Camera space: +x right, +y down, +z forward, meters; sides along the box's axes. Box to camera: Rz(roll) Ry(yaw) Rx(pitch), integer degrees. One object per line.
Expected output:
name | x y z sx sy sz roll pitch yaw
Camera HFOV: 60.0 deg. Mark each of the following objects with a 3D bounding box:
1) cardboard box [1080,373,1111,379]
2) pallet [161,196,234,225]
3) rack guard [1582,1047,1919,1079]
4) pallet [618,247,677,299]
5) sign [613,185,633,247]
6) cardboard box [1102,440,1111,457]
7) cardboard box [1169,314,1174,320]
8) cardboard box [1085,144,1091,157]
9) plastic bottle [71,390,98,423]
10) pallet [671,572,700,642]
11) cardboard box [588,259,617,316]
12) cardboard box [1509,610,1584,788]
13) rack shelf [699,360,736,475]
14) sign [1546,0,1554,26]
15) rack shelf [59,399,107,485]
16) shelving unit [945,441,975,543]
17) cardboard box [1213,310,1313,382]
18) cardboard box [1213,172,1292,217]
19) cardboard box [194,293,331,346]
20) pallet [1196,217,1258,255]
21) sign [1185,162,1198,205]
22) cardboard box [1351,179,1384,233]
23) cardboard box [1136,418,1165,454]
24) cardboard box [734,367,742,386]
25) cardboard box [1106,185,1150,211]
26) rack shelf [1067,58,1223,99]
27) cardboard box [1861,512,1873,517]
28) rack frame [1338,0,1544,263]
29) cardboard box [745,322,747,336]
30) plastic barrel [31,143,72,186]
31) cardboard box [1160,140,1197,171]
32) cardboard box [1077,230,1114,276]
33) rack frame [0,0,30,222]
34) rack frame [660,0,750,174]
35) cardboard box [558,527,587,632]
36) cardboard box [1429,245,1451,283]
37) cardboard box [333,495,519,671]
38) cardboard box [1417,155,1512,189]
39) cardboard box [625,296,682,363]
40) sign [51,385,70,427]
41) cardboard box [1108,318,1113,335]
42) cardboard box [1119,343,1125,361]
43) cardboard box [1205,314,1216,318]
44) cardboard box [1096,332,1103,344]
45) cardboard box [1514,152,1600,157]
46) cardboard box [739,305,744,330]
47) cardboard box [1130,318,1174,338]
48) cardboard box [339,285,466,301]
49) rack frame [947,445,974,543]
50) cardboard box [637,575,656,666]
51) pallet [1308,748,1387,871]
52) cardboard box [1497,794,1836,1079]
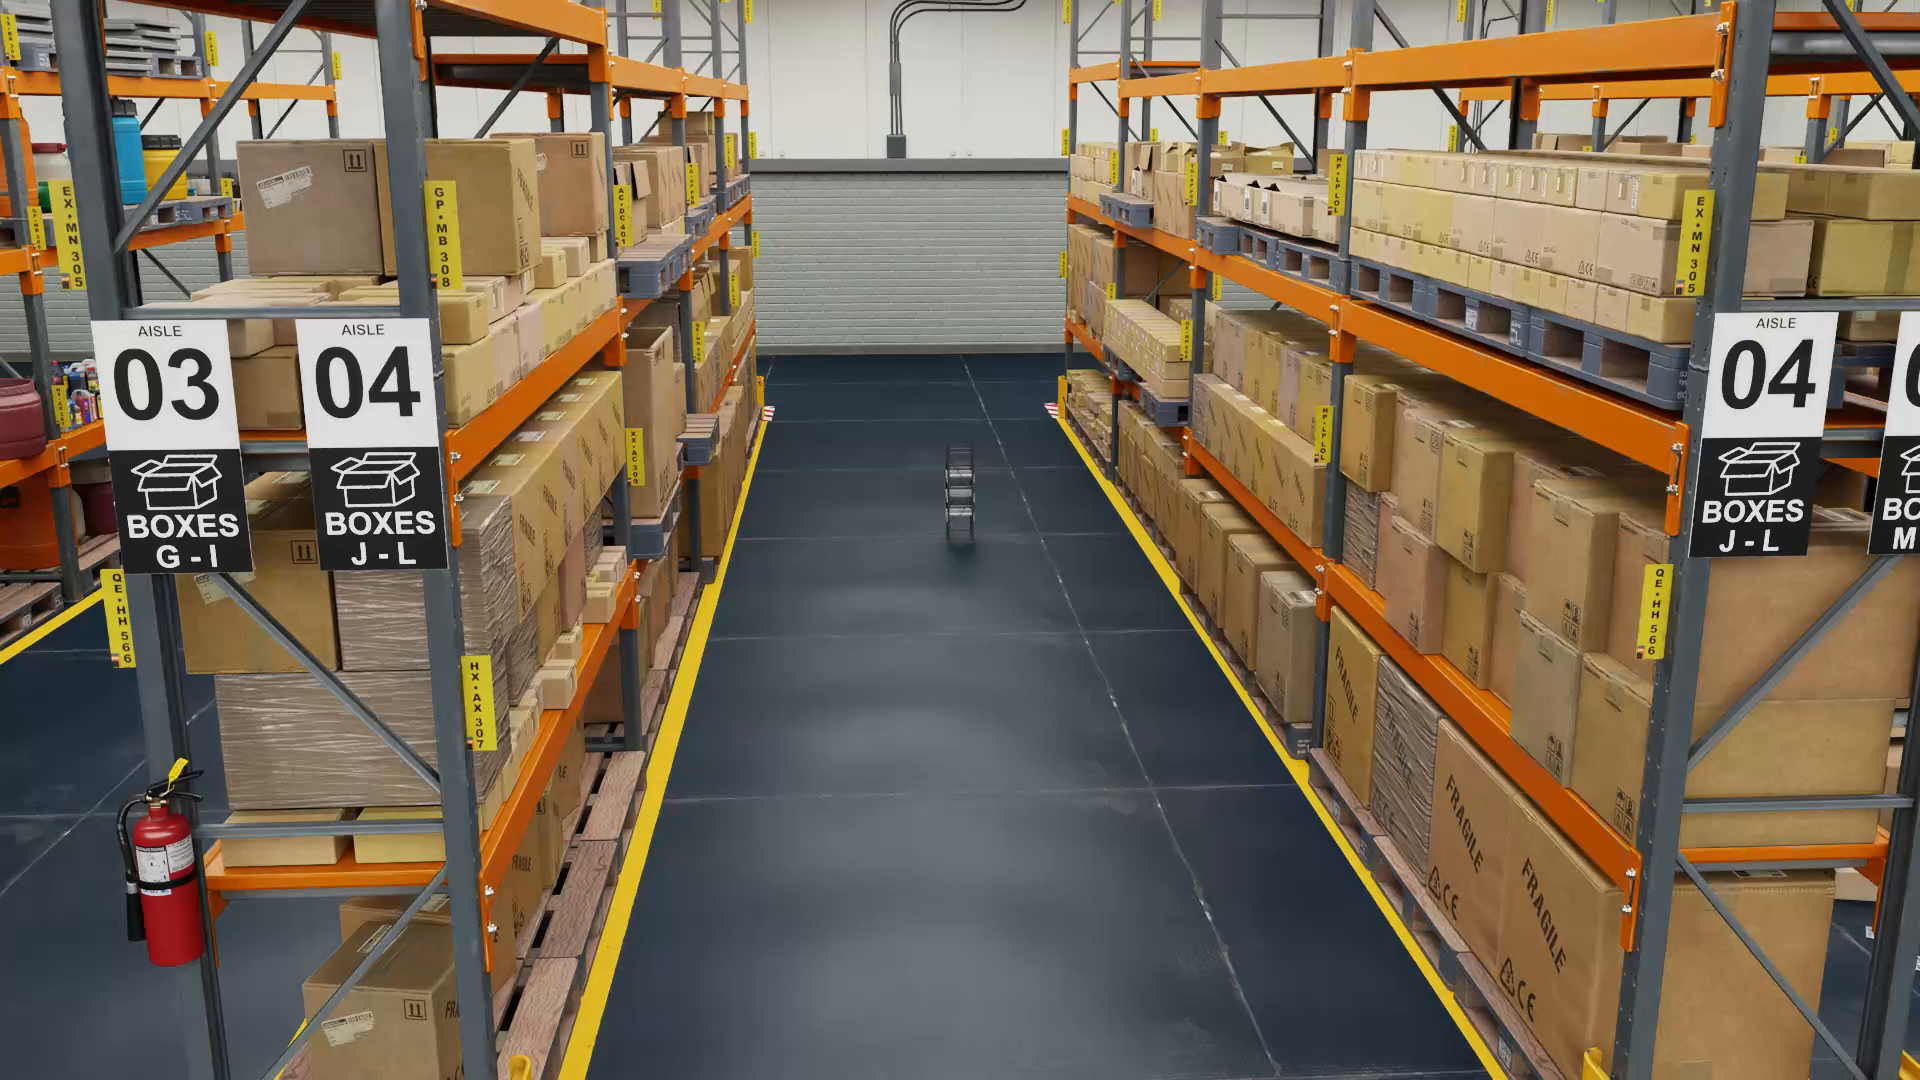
cardboard box | 1.684 -1.978 20.604 0.380 0.149 0.250 -1 14 -2
pallet | -7.653 -3.115 15.696 1.213 0.211 1.003 -1 14 -3
rack guard | 2.846 2.126 5.984 1.175 0.500 0.348 -1 14 -3
pallet | -2.292 -1.551 9.615 1.213 0.211 1.003 -1 14 -3
sign | -1.819 -1.747 8.964 0.100 0.325 0.005 -1 14 -3
cardboard box | 1.736 -0.990 17.957 0.380 0.149 0.250 -1 14 -3
cardboard box | 2.323 -2.205 16.864 0.380 0.149 0.250 0 14 -2
cardboard box | 1.645 -4.479 19.115 0.380 0.149 0.250 0 14 -2
plastic bottle | -7.284 -1.120 13.832 0.152 0.276 0.135 -1 14 -3
pallet | -2.561 0.516 12.821 1.003 0.211 1.213 -1 14 -3
cardboard box | -2.071 -1.305 8.582 0.500 0.250 0.500 0 14 -1
cardboard box | 2.720 0.609 6.564 0.875 0.550 0.550 -1 14 -3
rack shelf | -2.732 -1.178 15.252 1.077 0.370 4.000 -1 14 -3
sign | 7.330 -6.572 20.701 0.100 0.325 0.005 -1 14 -3
rack shelf | -7.675 -1.101 14.955 1.077 0.370 4.000 -1 14 -3
shelving unit | 0.000 -0.438 15.146 0.258 0.900 0.210 -1 14 -3
cardboard box | 2.367 -1.501 12.857 0.700 0.500 0.500 -1 14 -4
cardboard box | 2.174 -2.558 12.288 0.500 0.311 0.500 -1 14 -3
cardboard box | -2.340 -0.743 5.600 0.380 0.149 0.250 -1 14 -5
pallet | 2.442 -2.282 12.459 1.213 0.211 1.003 0 14 -1
sign | 1.807 -2.775 12.960 0.100 0.325 0.005 -1 14 -3
cardboard box | 2.347 -1.735 8.616 0.500 0.250 0.500 -1 14 -3
cardboard box | 1.946 -0.984 15.723 0.500 0.250 0.500 0 14 -1
cardboard box | -2.817 -1.363 17.950 0.875 0.875 0.875 -1 14 -3
cardboard box | 1.801 -3.573 17.398 0.500 0.250 0.500 -1 14 -2
rack shelf | 1.977 -5.128 18.571 1.077 0.370 4.000 -1 14 -3
cardboard box | 7.308 0.028 13.552 0.950 0.372 0.625 -2 15 -7
rack frame | 2.596 -2.991 8.815 1.000 3.000 0.127 -1 14 -3
cardboard box | -2.659 -2.433 19.191 0.380 0.149 0.250 -1 14 -2
plastic barrel | -7.812 -3.113 14.193 0.433 0.535 0.433 0 14 0
cardboard box | 1.964 -3.368 14.565 0.396 0.266 0.258 -1 14 -3
cardboard box | 1.663 -3.376 19.546 0.500 0.500 0.500 -1 14 -5
rack frame | -7.551 -3.858 12.184 1.000 3.000 0.127 -1 14 -3
rack frame | -3.104 -5.924 20.214 1.000 3.000 0.127 -1 14 -3
cardboard box | -2.267 0.134 7.912 0.875 0.500 0.500 -1 14 -3
cardboard box | 2.361 -1.256 7.552 0.380 0.149 0.250 -1 14 -3
cardboard box | -1.874 0.143 5.870 0.500 0.500 0.500 -1 14 -3
cardboard box | 2.345 -1.705 7.698 0.380 0.149 0.250 -1 14 -3
cardboard box | -2.637 -1.745 13.799 0.797 0.503 0.637 0 14 -2
sign | -7.003 -1.042 12.951 0.100 0.325 0.005 -1 14 -3
cardboard box | 1.684 -2.131 16.578 0.380 0.149 0.250 -1 14 -5
cardboard box | 1.731 -1.795 15.868 0.380 0.149 0.250 -2 15 -6
cardboard box | 2.400 -2.024 15.564 0.380 0.149 0.250 -2 15 -6
cardboard box | 1.730 -2.282 18.604 0.380 0.149 0.250 -2 15 -6
cardboard box | 2.968 -1.843 8.234 0.380 0.149 0.250 -1 14 -4
cardboard box | -2.687 -2.468 18.528 0.500 0.250 0.500 -1 14 -2
cardboard box | 1.768 -1.951 15.282 0.380 0.149 0.250 0 14 -2
cardboard box | -1.957 -0.811 5.865 0.380 0.149 0.250 -1 14 -4
rack frame | 0.006 -0.413 15.047 0.240 0.900 0.006 -1 14 -3
cardboard box | -2.423 0.552 11.217 0.700 0.500 0.500 -2 15 -8
pallet | 2.566 1.455 9.170 1.003 0.211 1.213 -1 14 -3
cardboard box | 2.736 1.567 6.560 0.875 0.875 0.875 -1 14 -3
